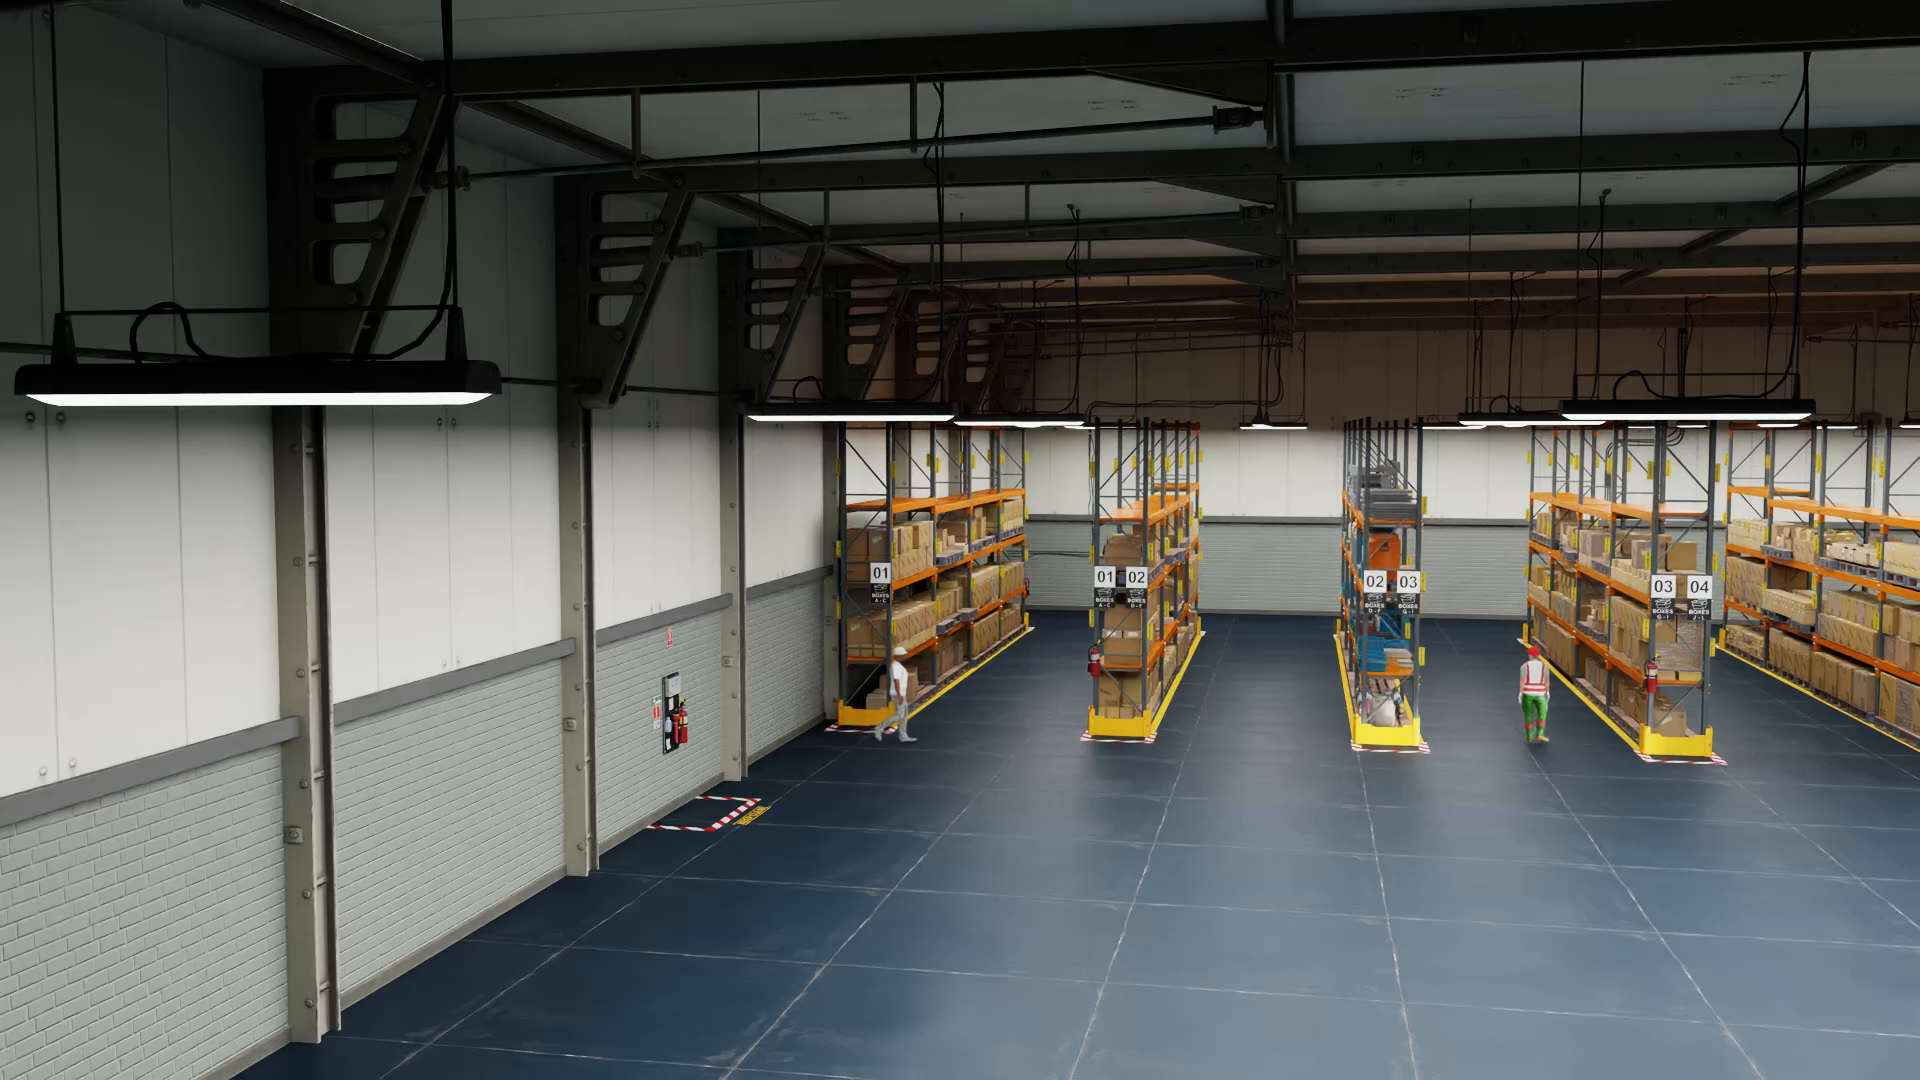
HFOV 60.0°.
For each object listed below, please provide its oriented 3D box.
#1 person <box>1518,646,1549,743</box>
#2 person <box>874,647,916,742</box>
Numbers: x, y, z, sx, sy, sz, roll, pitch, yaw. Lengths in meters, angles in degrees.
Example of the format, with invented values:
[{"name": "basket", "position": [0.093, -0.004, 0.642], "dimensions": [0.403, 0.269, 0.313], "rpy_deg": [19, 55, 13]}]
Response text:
[{"name": "person", "position": [10.569, 2.847, 30.630], "dimensions": [0.551, 1.790, 0.543], "rpy_deg": [1, 4, 16]}, {"name": "person", "position": [-1.198, 2.854, 30.638], "dimensions": [0.778, 1.757, 0.629], "rpy_deg": [0, 4, -4]}]
